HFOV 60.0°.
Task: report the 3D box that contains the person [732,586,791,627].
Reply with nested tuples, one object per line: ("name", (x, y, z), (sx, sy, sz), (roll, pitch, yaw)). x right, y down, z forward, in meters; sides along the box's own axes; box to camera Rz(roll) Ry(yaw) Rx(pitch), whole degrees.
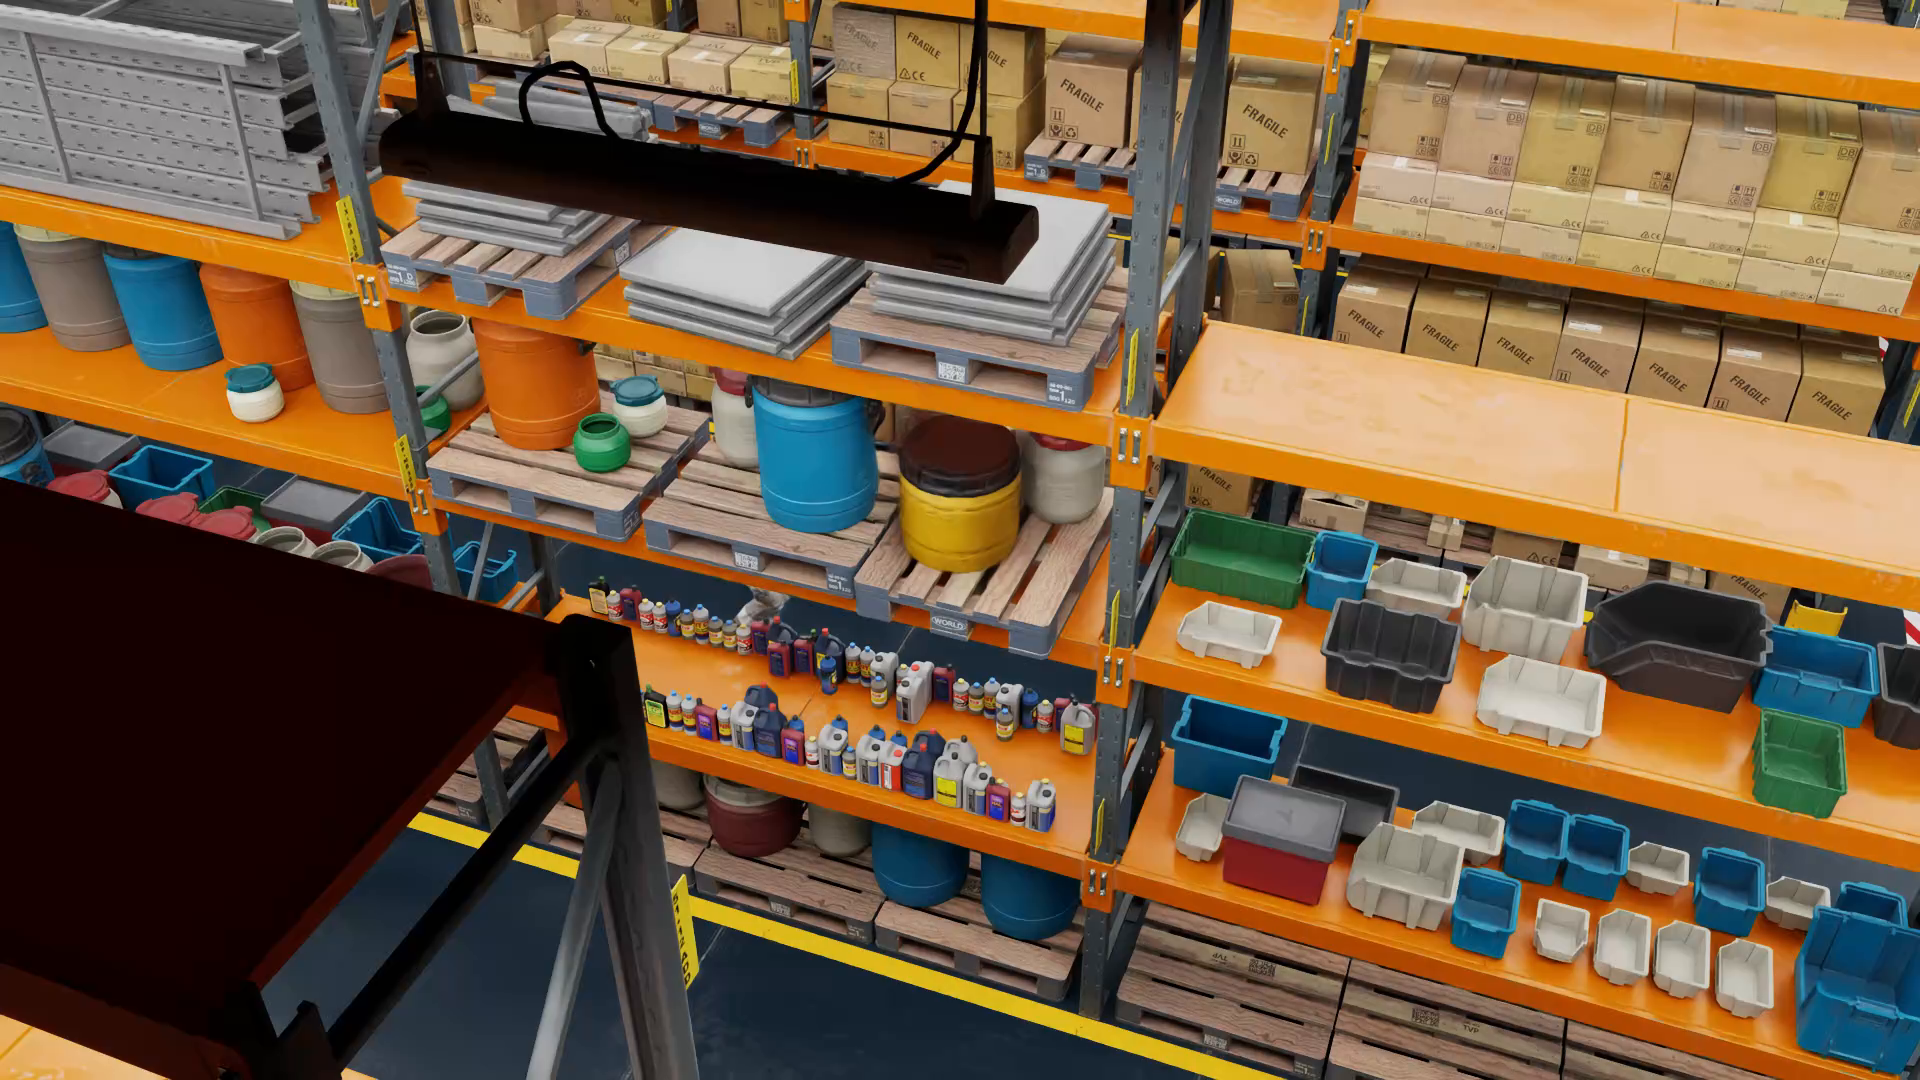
("person", (-1.405, 0.079, 11.461), (0.562, 1.751, 0.590), (0, 36, 1))

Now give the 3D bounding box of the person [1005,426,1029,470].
("person", (0.257, -0.549, 12.303), (0.713, 1.694, 0.572), (0, 36, 0))
